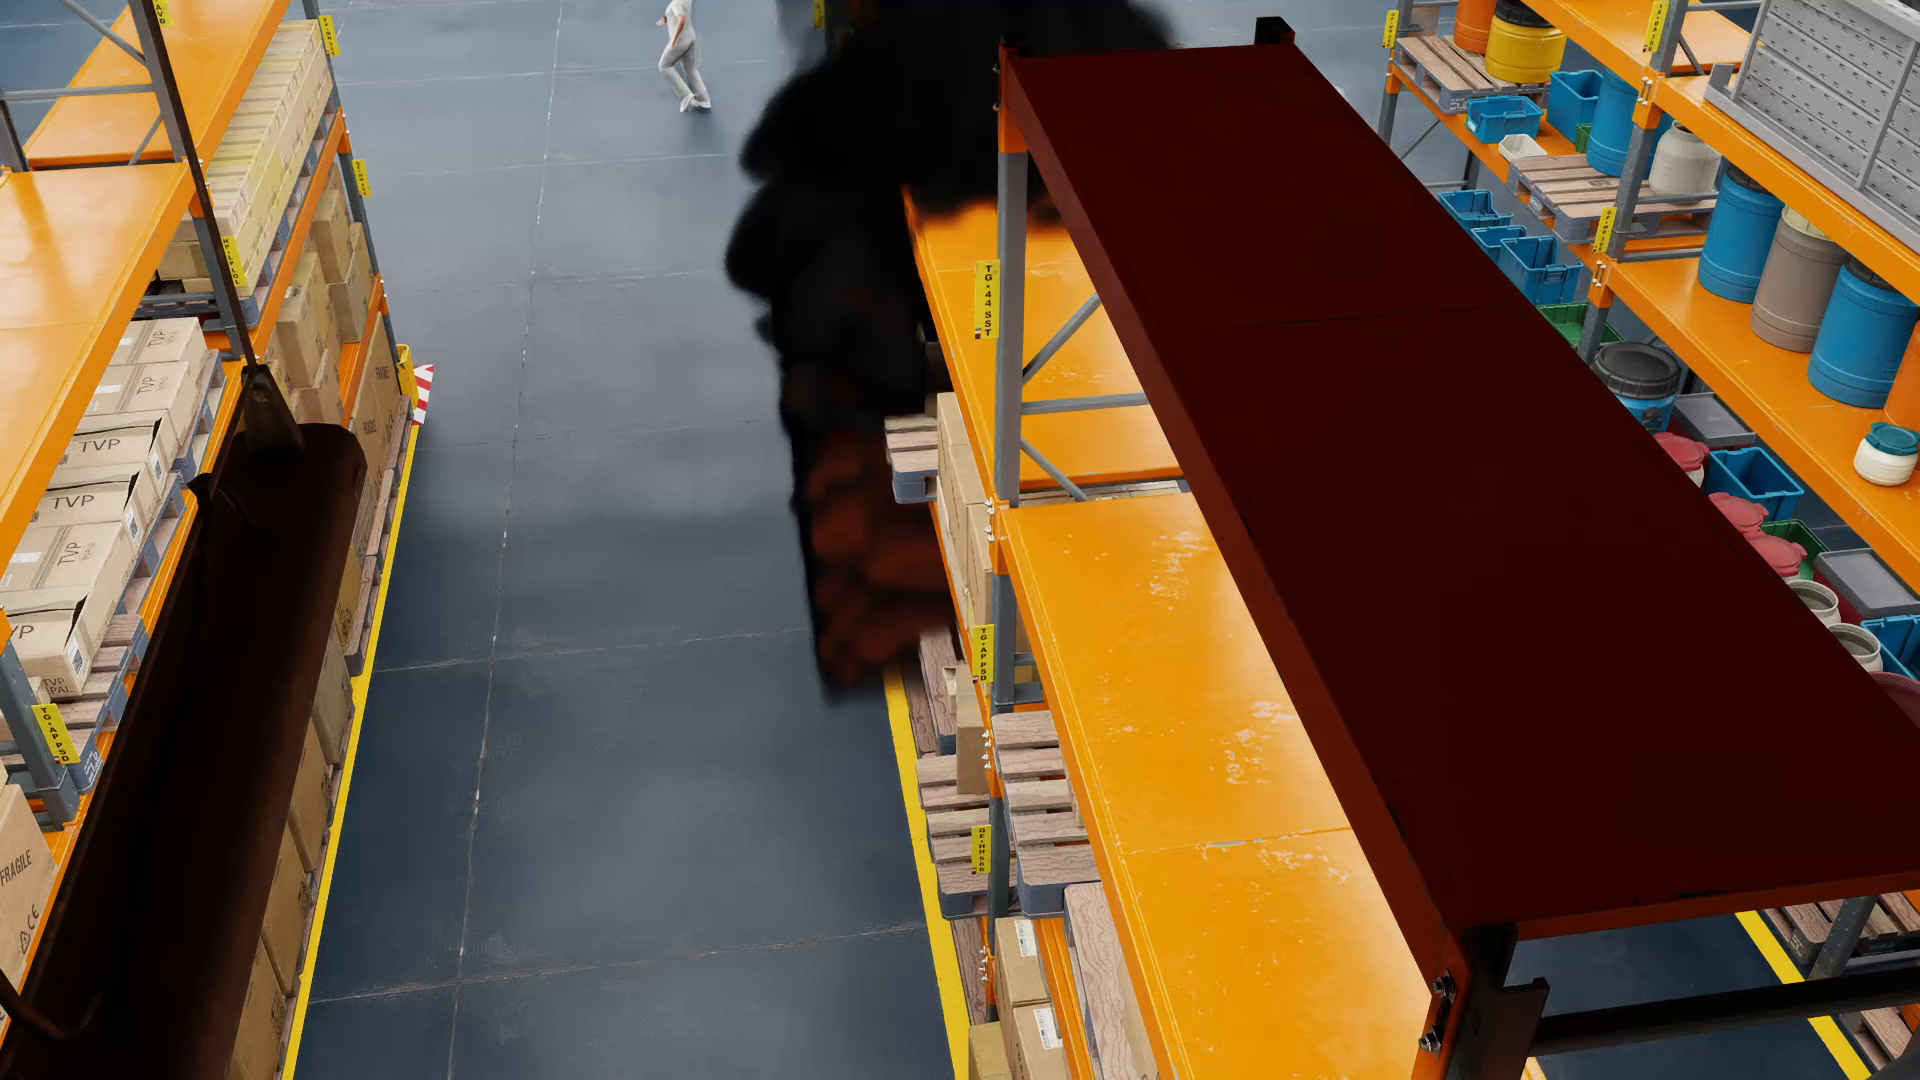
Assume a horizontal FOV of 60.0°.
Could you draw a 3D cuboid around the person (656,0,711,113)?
[{"bbox_3d":[-3.427,-6.058,20.312,0.664,1.678,0.592,12,38,16],"label":"person"}]
